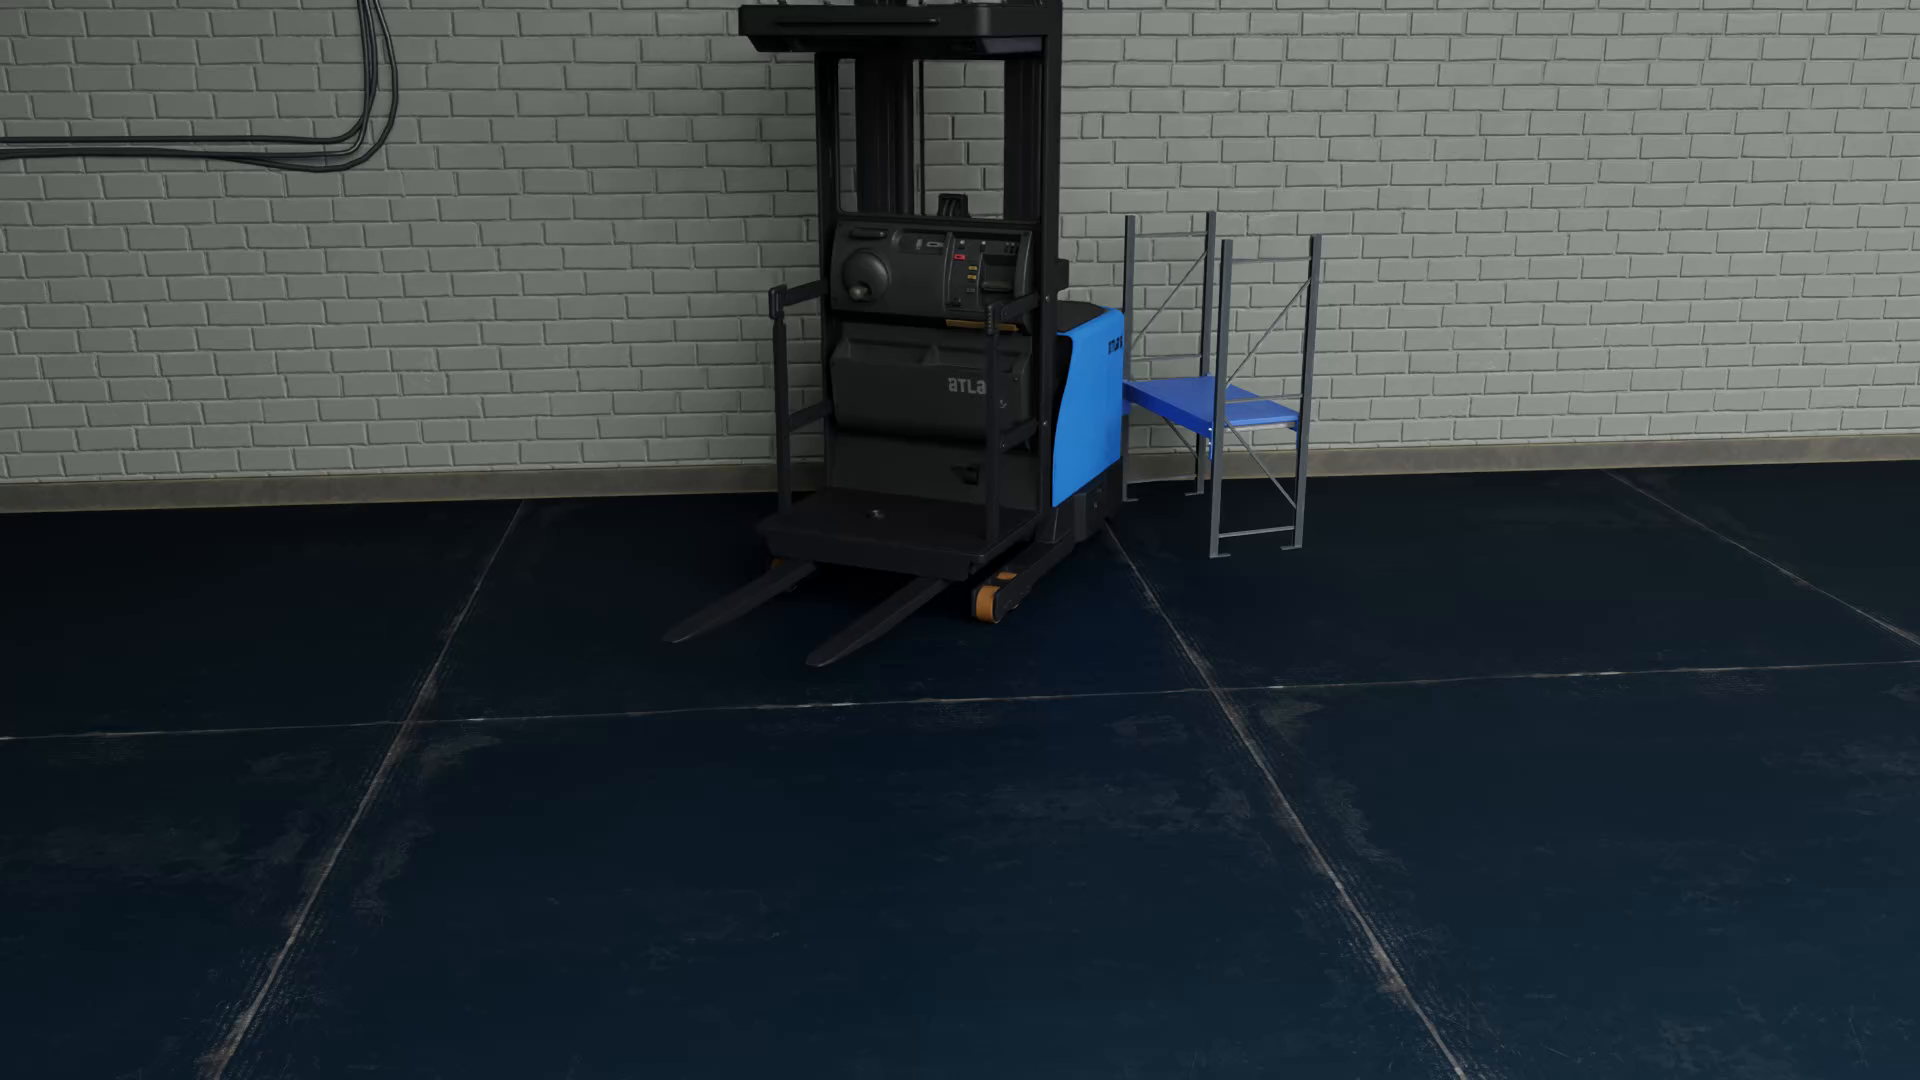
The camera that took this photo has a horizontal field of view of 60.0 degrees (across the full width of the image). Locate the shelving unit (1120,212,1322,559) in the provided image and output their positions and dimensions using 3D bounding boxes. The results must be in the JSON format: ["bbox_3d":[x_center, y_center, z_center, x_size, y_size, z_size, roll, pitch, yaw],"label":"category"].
[{"bbox_3d":[1.245,-0.800,8.222,0.538,1.500,1.048,-6,18,-19],"label":"shelving unit"}]

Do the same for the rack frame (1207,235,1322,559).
[{"bbox_3d":[1.416,-0.657,7.765,0.500,1.500,0.032,-6,18,-19],"label":"rack frame"}]

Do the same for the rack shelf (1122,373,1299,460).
[{"bbox_3d":[1.245,-0.629,8.276,0.538,0.185,1.000,-6,18,-19],"label":"rack shelf"}]

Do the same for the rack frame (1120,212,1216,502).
[{"bbox_3d":[1.074,-0.944,8.679,0.500,1.500,0.032,-6,18,-19],"label":"rack frame"}]

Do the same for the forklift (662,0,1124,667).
[{"bbox_3d":[-0.214,-1.188,7.066,1.130,2.935,3.031,7,19,22],"label":"forklift"}]

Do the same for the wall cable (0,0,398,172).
[{"bbox_3d":[-4.304,-2.963,7.776,3.097,2.526,0.112,-2,18,-6],"label":"wall cable"}]
